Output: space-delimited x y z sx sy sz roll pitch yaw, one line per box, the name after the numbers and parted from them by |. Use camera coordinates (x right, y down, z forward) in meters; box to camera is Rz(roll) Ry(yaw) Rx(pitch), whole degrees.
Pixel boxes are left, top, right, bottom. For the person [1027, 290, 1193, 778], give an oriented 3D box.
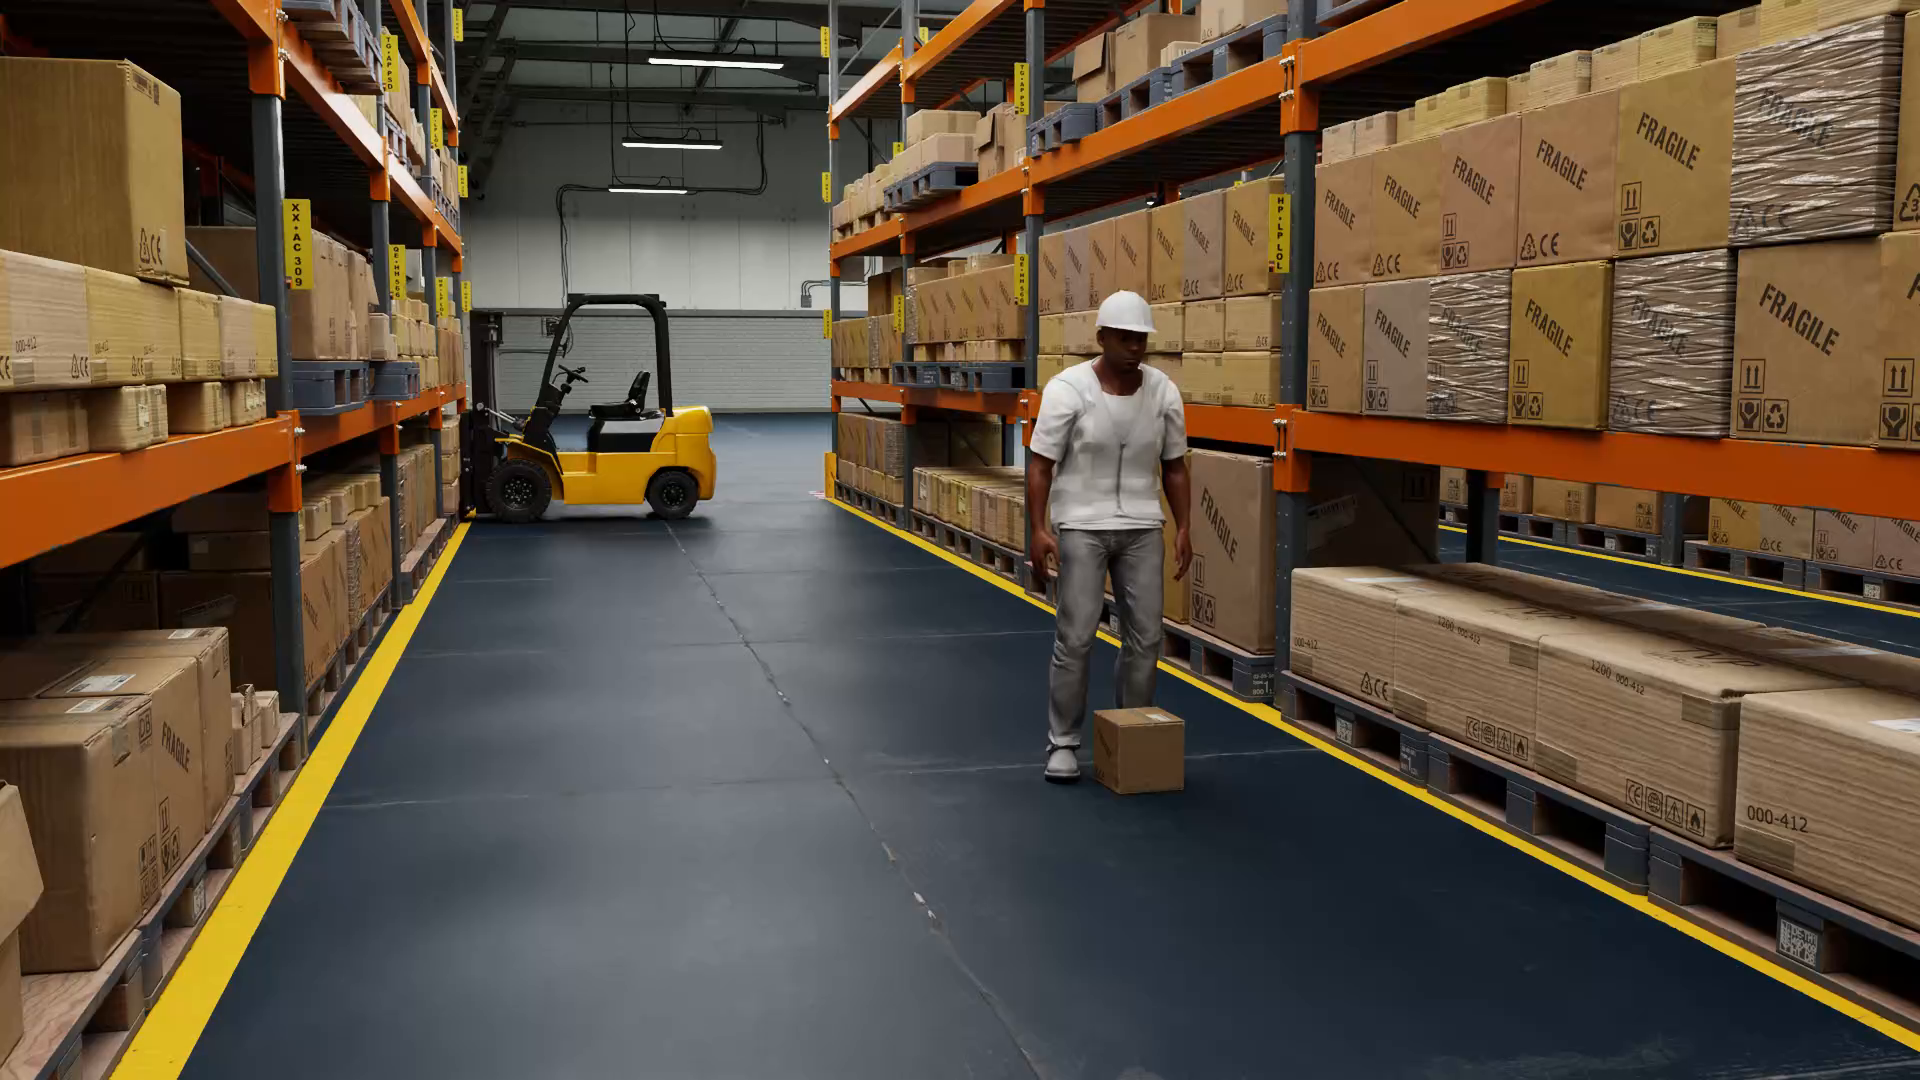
0.554 -0.022 6.077 0.628 1.761 0.458 -1 6 -13 | person
